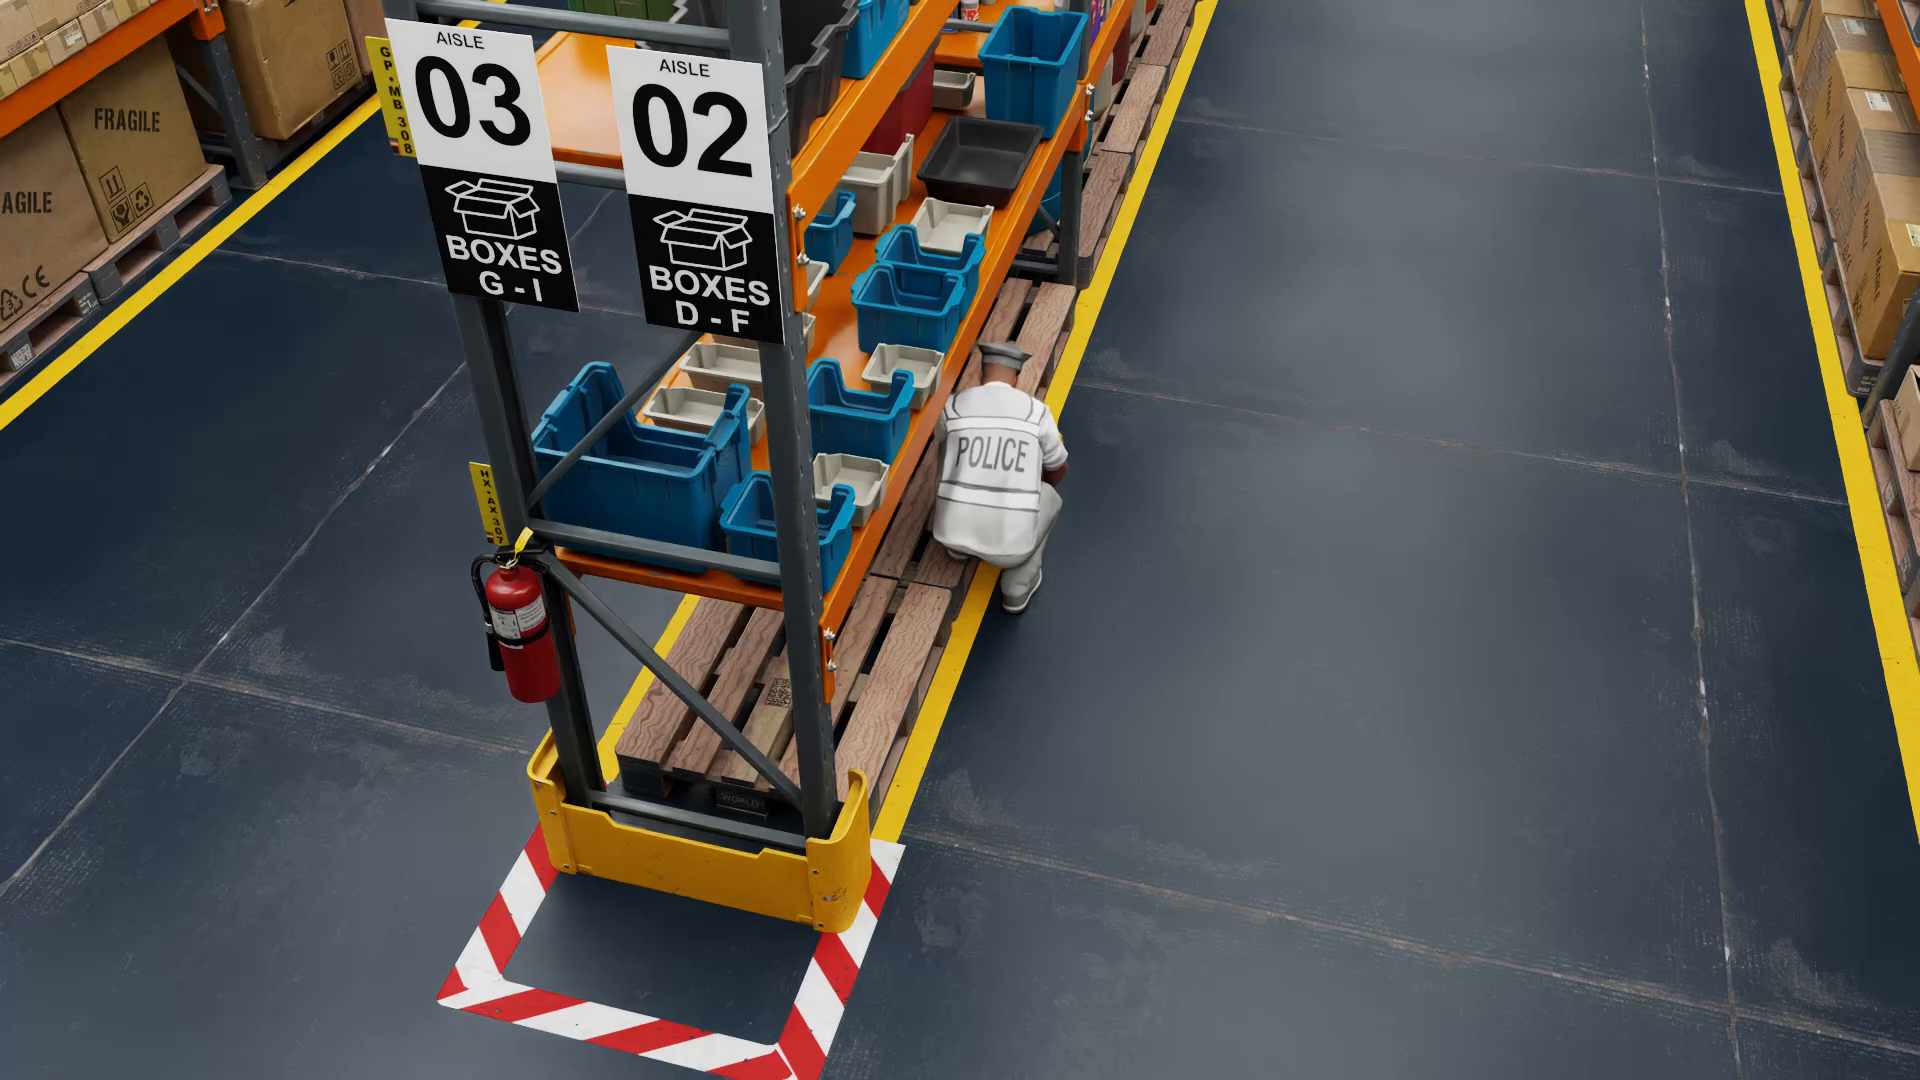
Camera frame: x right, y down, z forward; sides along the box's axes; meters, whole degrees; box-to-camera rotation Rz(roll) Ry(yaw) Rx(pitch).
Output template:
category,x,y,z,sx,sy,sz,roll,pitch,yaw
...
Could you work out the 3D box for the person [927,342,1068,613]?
category,x,y,z,sx,sy,sz,roll,pitch,yaw
person,0.136,-0.257,7.044,0.582,0.988,0.907,10,42,11
